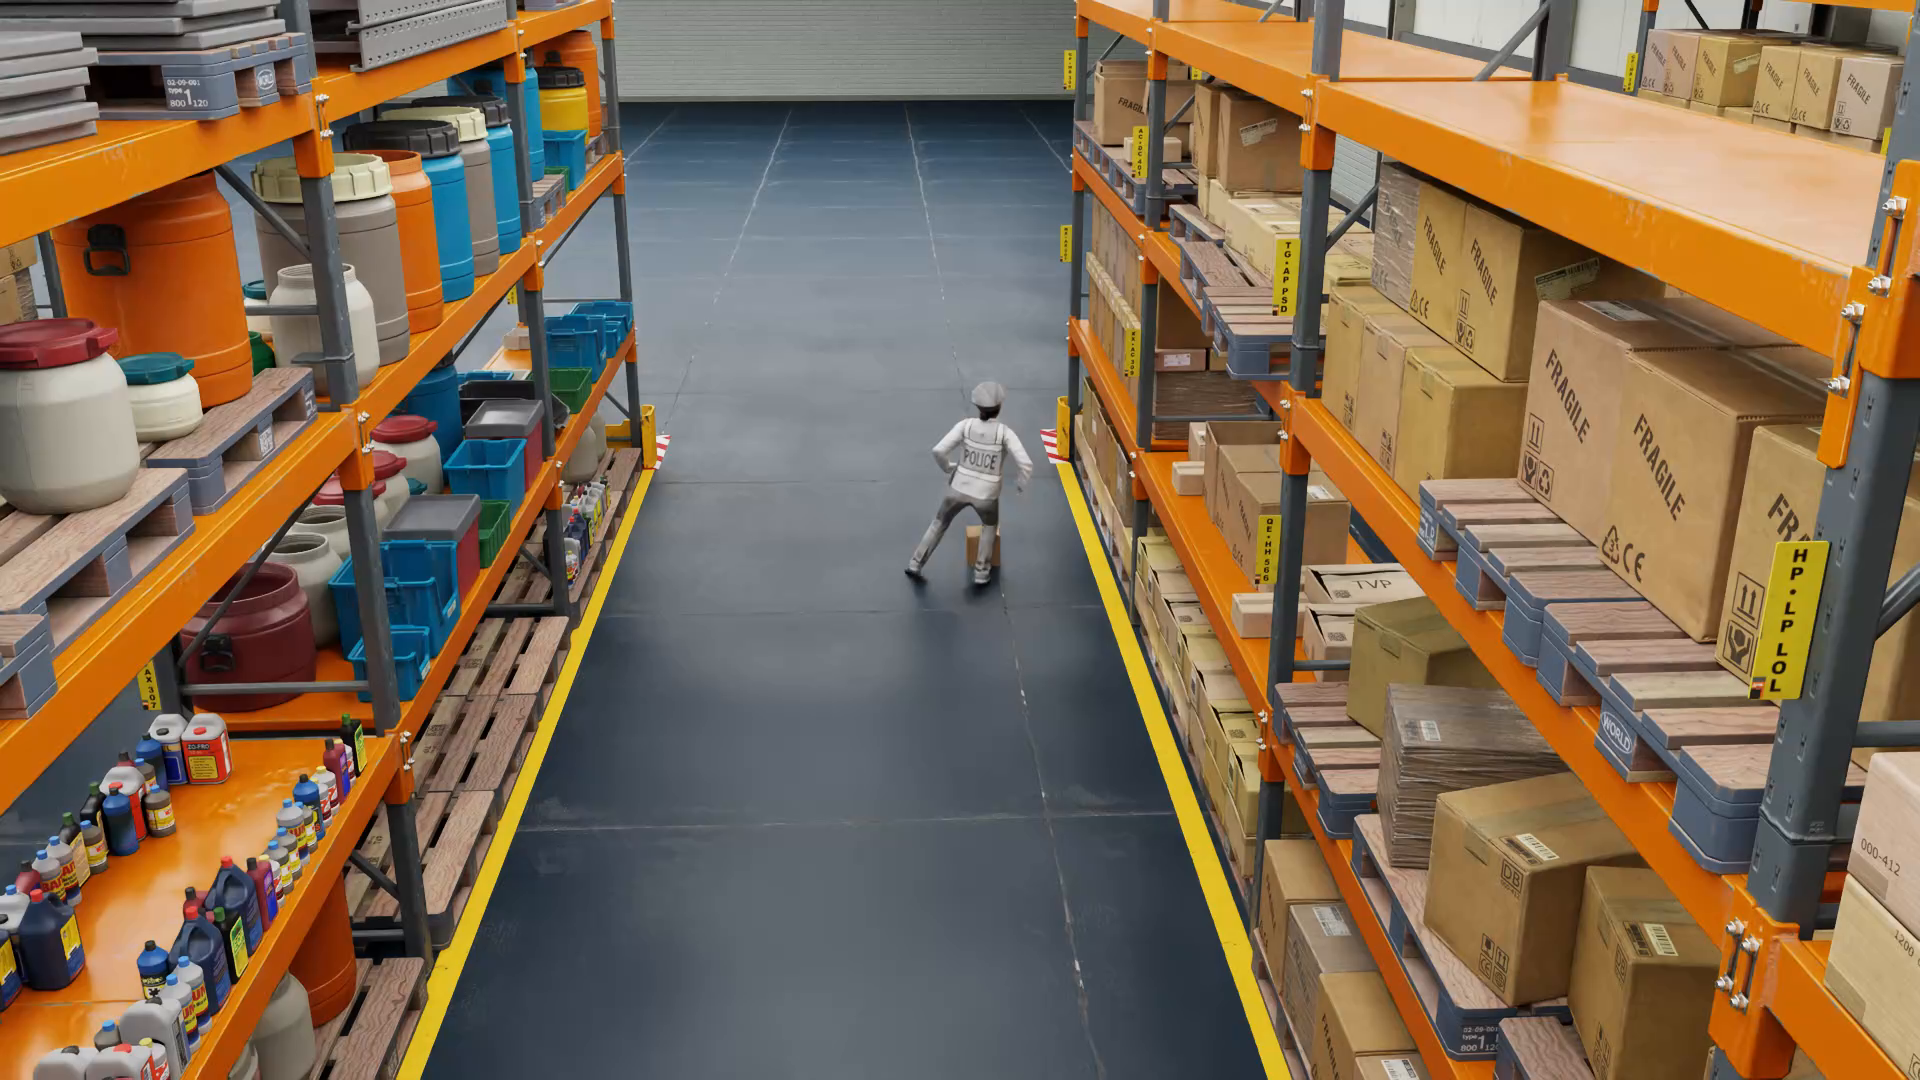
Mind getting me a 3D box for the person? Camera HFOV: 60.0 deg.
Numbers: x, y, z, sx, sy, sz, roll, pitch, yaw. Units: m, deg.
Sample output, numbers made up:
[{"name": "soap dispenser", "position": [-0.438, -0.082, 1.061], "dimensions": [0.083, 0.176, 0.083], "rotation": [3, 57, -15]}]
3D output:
[{"name": "person", "position": [0.051, -0.401, 12.272], "dimensions": [0.999, 1.606, 0.514], "rotation": [3, 21, 7]}]
